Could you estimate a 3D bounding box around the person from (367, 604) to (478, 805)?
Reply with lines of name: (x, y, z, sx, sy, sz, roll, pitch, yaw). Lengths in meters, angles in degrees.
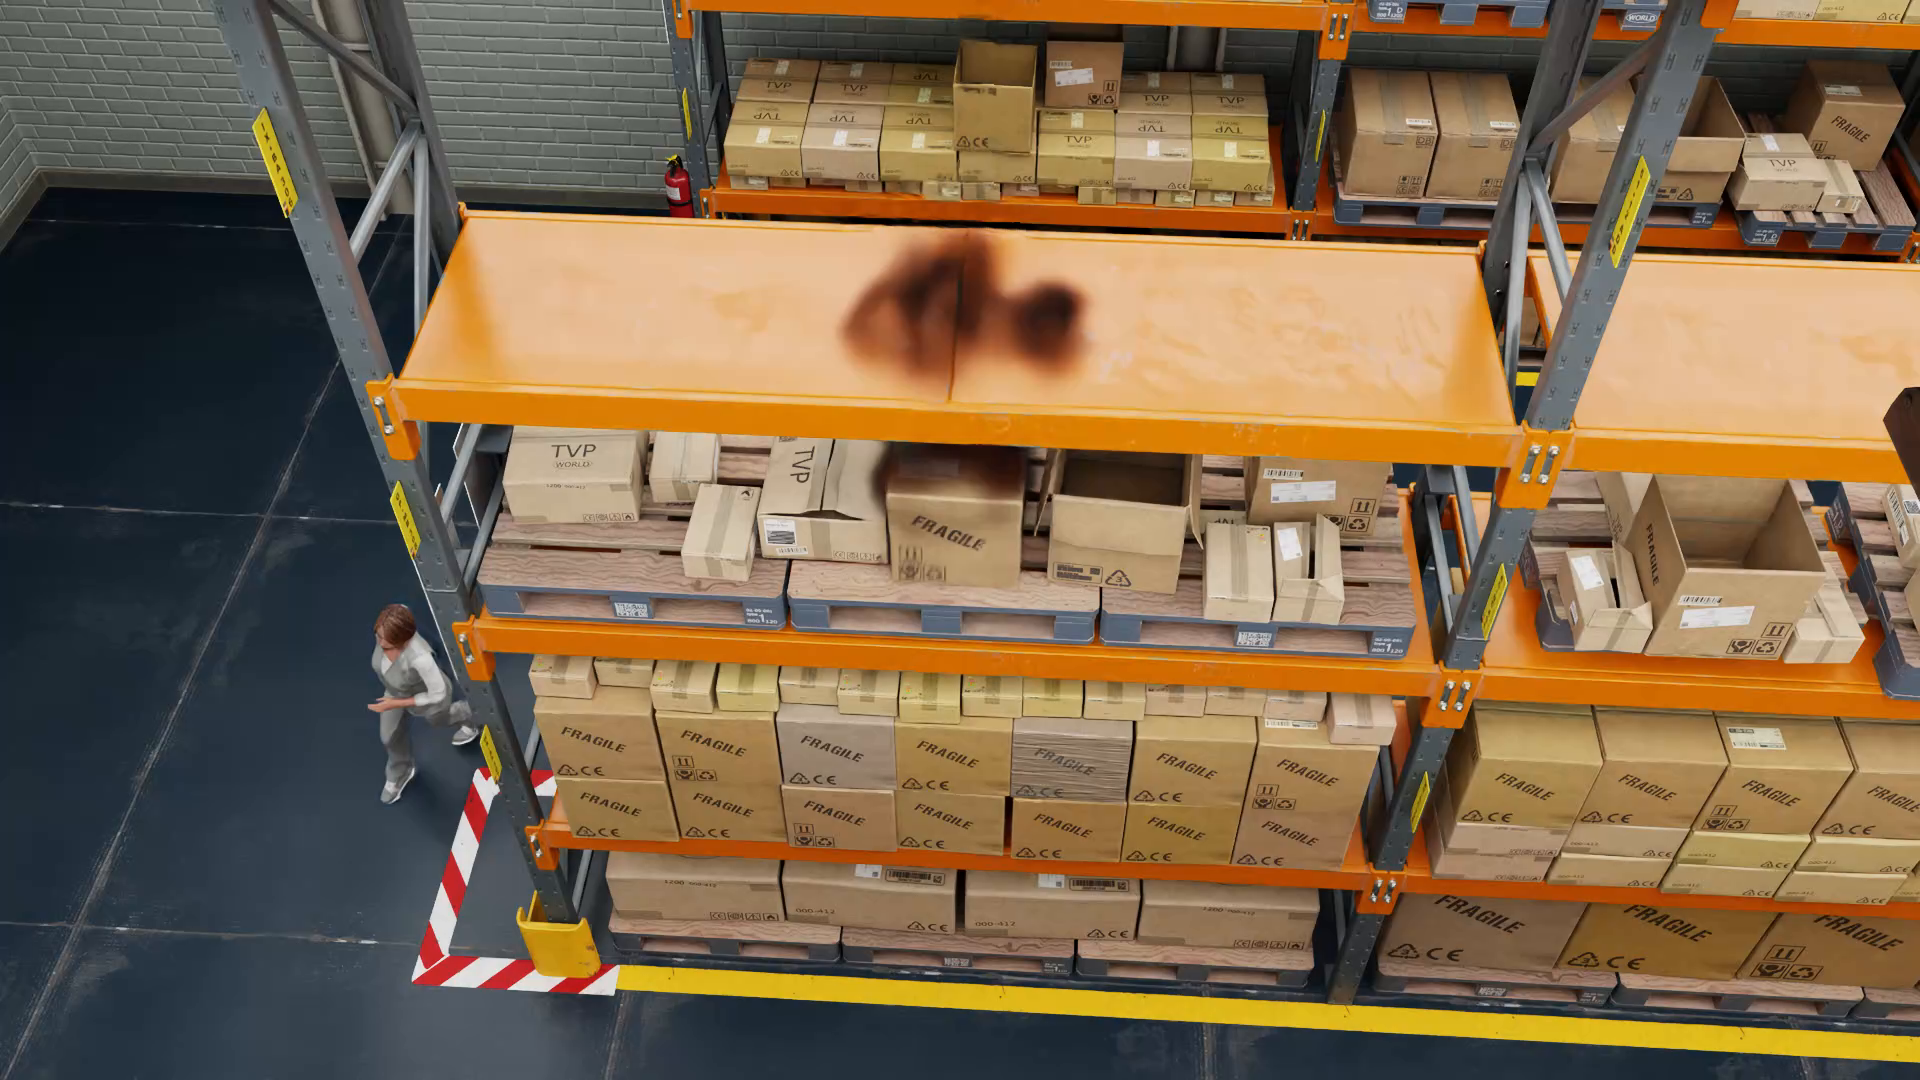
person: (-2.865, 0.824, 8.943, 0.564, 1.609, 0.751, 26, 53, 21)
